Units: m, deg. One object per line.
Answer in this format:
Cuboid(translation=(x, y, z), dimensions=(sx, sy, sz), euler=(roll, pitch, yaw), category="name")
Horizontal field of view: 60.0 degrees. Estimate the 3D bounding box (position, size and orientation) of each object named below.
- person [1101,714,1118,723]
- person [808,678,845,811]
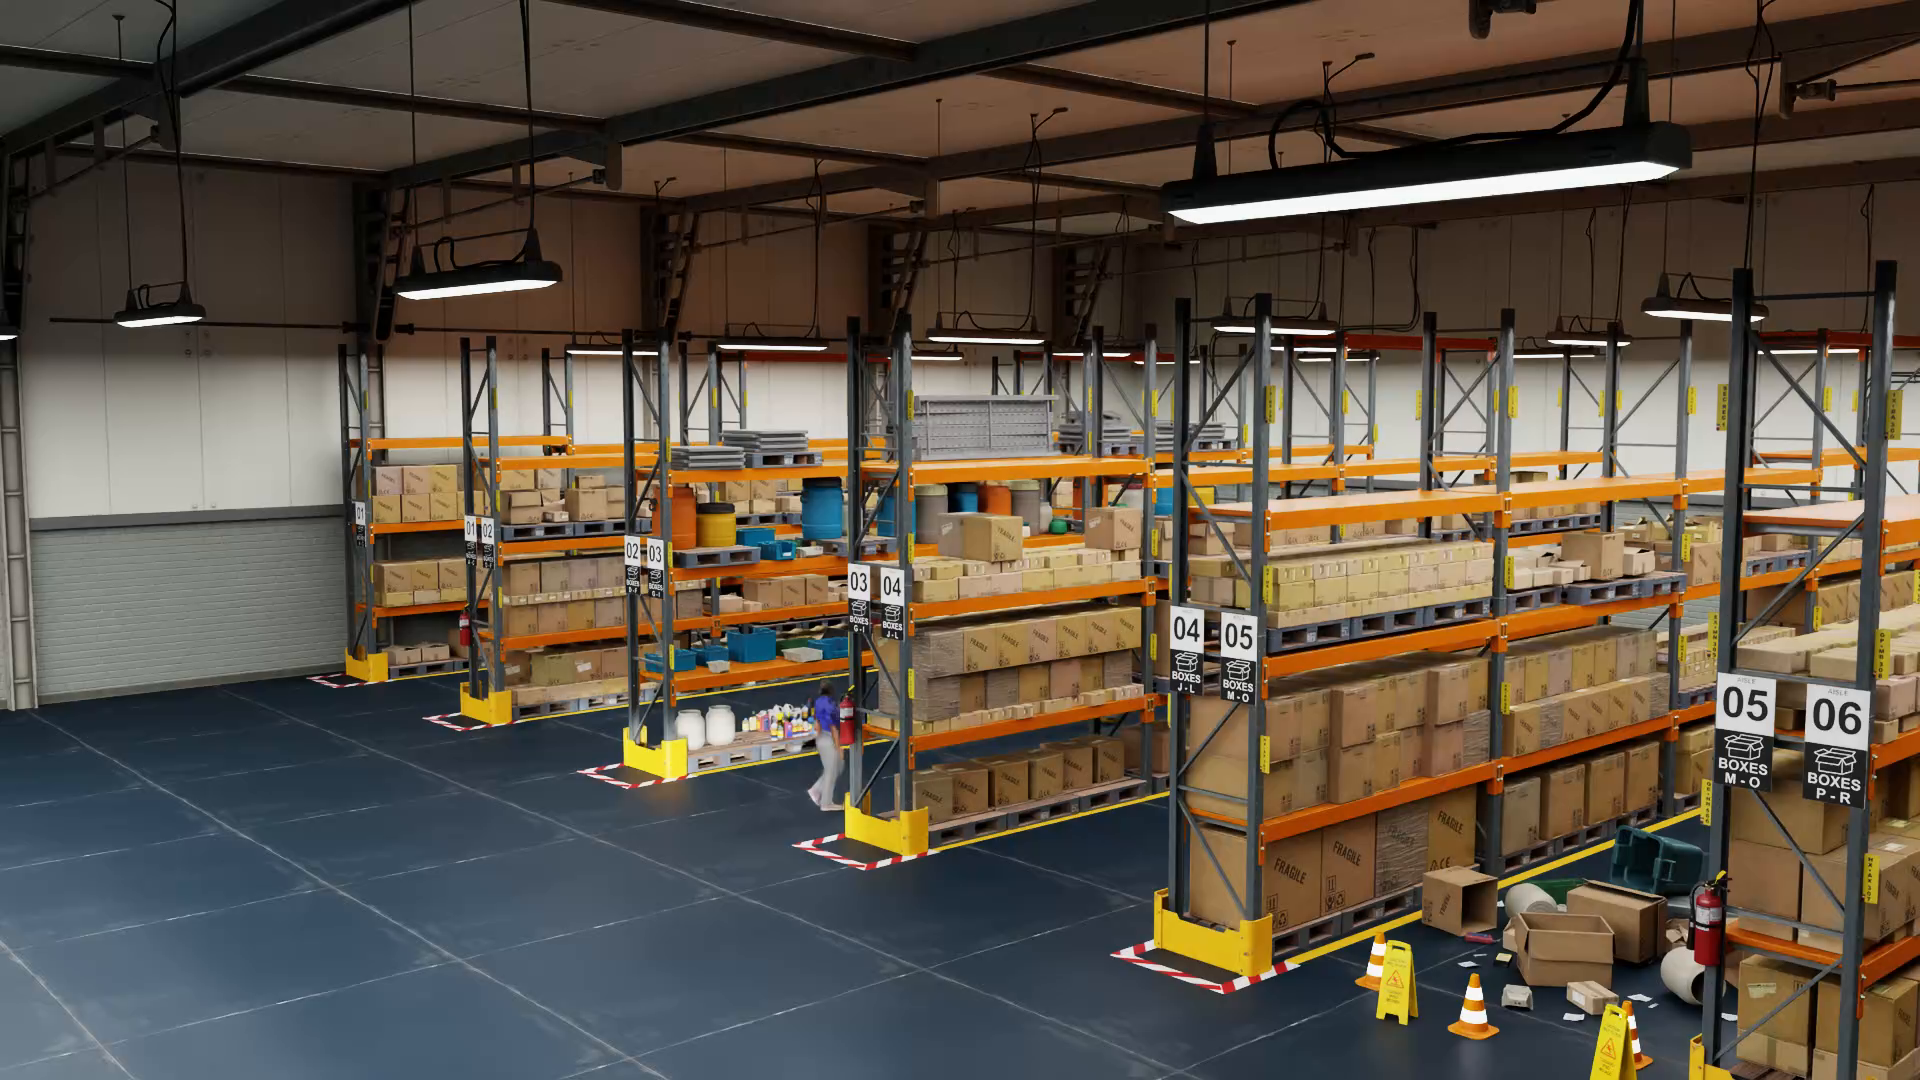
Cuboid(translation=(2.333, 1.954, 25.829), dimensions=(0.392, 1.762, 0.632), euler=(4, 7, 38), category="person")
Cuboid(translation=(-1.629, 2.506, 20.371), dimensions=(0.466, 1.648, 0.442), euler=(-1, 5, -9), category="person")
